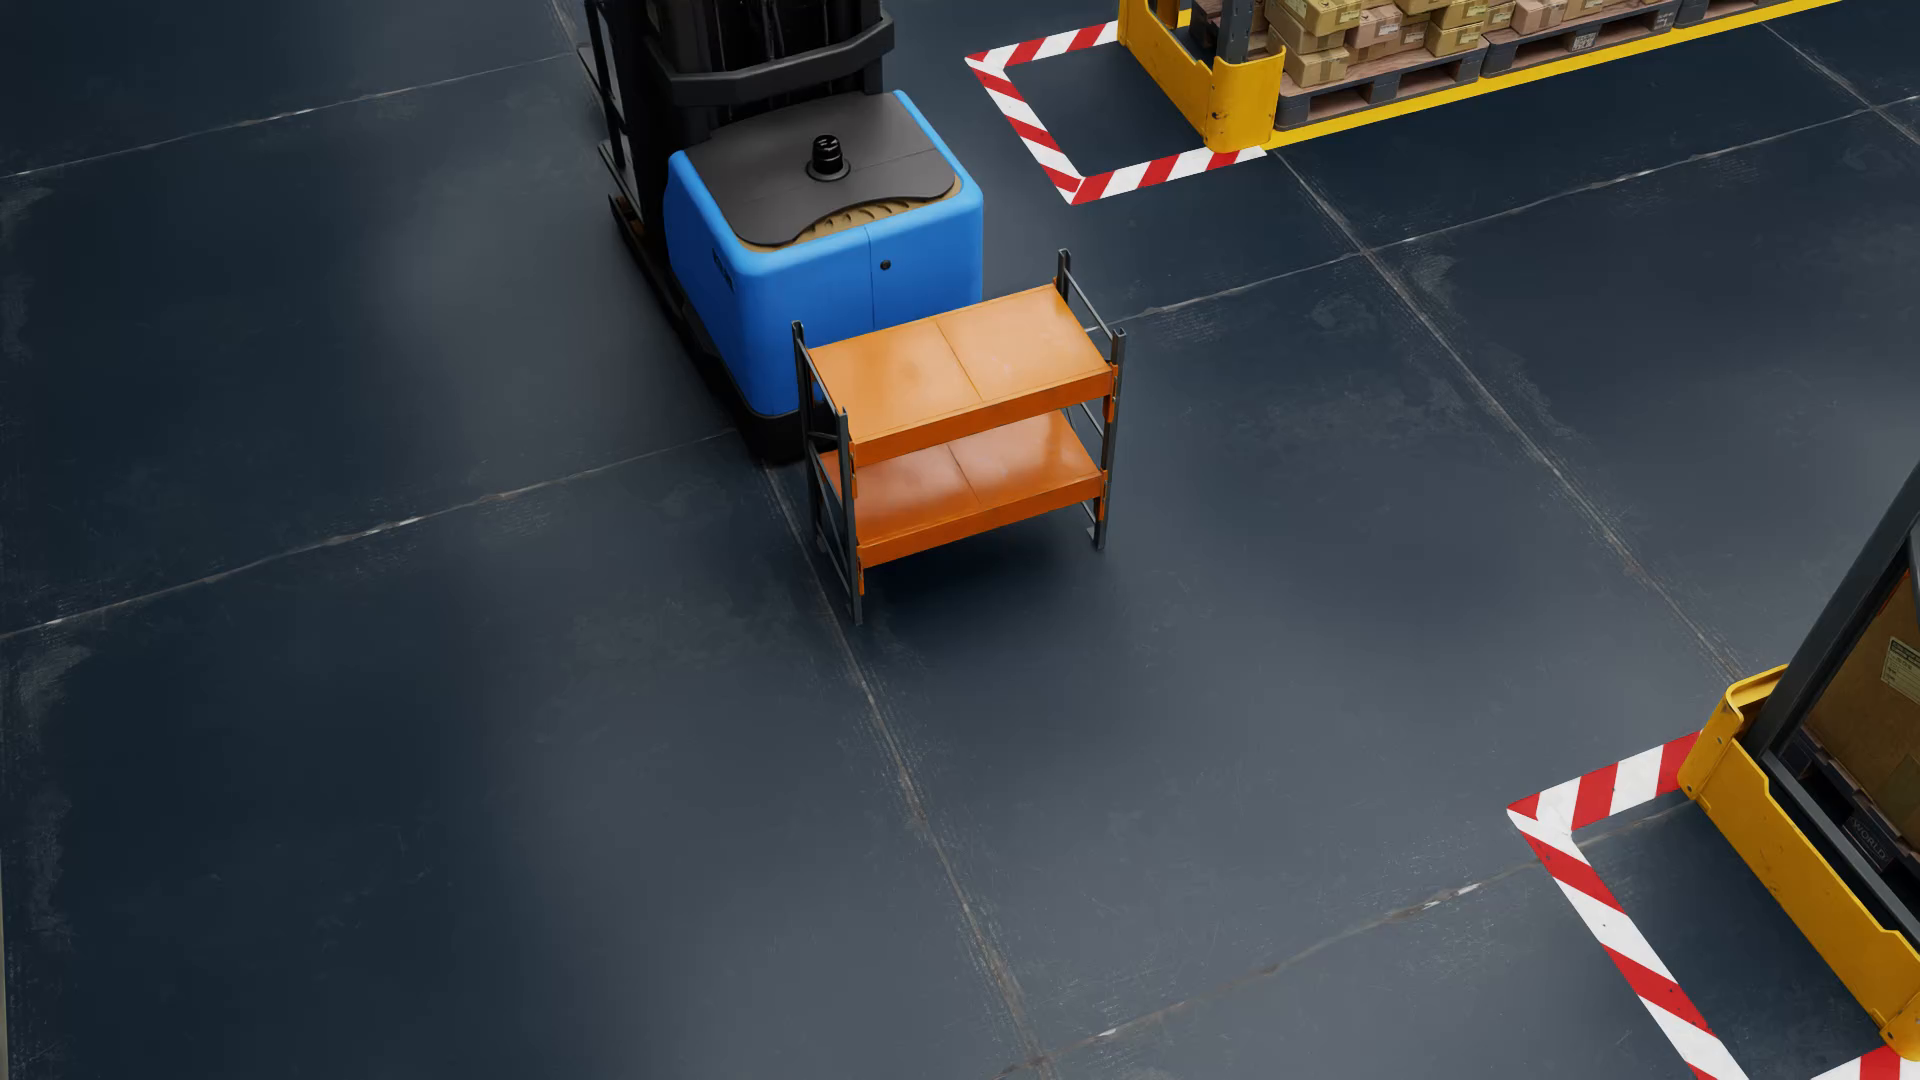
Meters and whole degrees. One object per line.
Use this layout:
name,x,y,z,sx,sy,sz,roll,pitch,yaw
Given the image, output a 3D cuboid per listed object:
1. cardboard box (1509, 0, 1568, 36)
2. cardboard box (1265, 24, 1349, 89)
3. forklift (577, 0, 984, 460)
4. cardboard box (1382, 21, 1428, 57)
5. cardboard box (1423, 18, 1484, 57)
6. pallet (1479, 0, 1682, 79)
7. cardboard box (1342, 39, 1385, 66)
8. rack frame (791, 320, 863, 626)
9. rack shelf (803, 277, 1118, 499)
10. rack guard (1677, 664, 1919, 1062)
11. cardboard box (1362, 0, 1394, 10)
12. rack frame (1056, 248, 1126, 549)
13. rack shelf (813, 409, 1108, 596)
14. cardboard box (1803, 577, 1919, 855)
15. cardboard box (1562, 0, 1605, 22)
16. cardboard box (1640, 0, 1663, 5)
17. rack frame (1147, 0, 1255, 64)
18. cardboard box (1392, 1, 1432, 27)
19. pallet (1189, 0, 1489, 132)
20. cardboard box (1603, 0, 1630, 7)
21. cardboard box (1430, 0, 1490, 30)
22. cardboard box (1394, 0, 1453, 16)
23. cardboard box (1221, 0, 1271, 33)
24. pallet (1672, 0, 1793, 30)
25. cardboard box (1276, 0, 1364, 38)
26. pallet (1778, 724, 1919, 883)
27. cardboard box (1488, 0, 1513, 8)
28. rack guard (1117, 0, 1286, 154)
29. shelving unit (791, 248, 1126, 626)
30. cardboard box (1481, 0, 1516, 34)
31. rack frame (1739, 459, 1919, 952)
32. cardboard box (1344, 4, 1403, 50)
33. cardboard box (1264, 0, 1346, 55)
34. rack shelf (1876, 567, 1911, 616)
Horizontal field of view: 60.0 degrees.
cardboard box,2.915,-2.801,8.621,0.250,0.149,0.380,-20,52,-16
cardboard box,1.734,-2.446,8.316,0.250,0.149,0.380,-16,51,-14
forklift,-0.989,-2.415,6.733,1.130,2.935,3.031,-20,52,-16
cardboard box,2.173,-2.654,8.495,0.250,0.149,0.380,-17,51,-14
cardboard box,2.451,-2.651,8.492,0.250,0.149,0.380,-17,51,-14
pallet,3.092,-2.981,9.011,1.213,0.211,1.003,-17,52,-14
cardboard box,1.946,-2.578,8.430,0.250,0.149,0.380,-17,52,-14
rack frame,-0.477,-0.219,6.037,0.032,1.125,0.500,-17,52,-14
rack shelf,-0.006,-0.555,5.940,1.000,0.278,0.538,-17,52,-14
rack guard,2.888,1.022,5.384,0.348,0.500,1.175,-17,52,-14
cardboard box,1.952,-2.789,8.219,0.250,0.149,0.380,-16,51,-14
rack frame,0.464,-0.510,6.288,0.032,1.125,0.500,-17,52,-14
rack shelf,-0.006,-0.205,6.348,1.000,0.278,0.538,-17,52,-14
cardboard box,3.472,0.516,5.294,0.875,0.875,0.875,-17,52,-14
cardboard box,3.161,-2.899,8.705,0.250,0.149,0.380,-17,52,-14
cardboard box,3.639,-3.019,8.808,0.250,0.149,0.380,-17,52,-14
rack frame,1.128,-3.312,7.458,0.127,3.000,1.000,-17,52,-14
cardboard box,2.179,-2.758,8.389,0.250,0.149,0.380,-17,51,-14
pallet,1.964,-2.634,8.713,1.213,0.211,1.003,-17,52,-14
cardboard box,3.372,-2.991,8.785,0.250,0.149,0.380,-16,51,-14
cardboard box,2.457,-2.756,8.386,0.250,0.149,0.380,-16,51,-13
cardboard box,2.233,-2.771,8.204,0.250,0.149,0.380,-17,52,-14
cardboard box,1.537,-2.818,8.636,0.250,0.149,0.380,-16,51,-14
pallet,4.223,-3.334,9.314,1.213,0.211,1.003,-17,52,-14
cardboard box,1.742,-2.626,8.079,0.250,0.149,0.380,-19,52,-16
pallet,3.621,0.825,5.744,1.213,0.211,1.003,-17,52,-14
cardboard box,2.667,-2.899,8.509,0.250,0.149,0.380,-19,52,-16
rack guard,1.199,-2.520,8.425,0.348,0.500,1.175,-17,52,-14
shelving unit,-0.006,-0.365,6.162,1.048,1.125,0.538,-17,52,-14
cardboard box,2.651,-2.791,8.612,0.250,0.149,0.380,-17,51,-14
rack frame,2.910,0.200,4.441,0.127,3.000,1.000,-17,52,-14
cardboard box,1.985,-2.626,8.275,0.250,0.149,0.380,-17,52,-14
cardboard box,1.711,-2.587,8.242,0.250,0.149,0.380,-15,51,-13
rack shelf,4.762,-0.139,5.207,4.000,0.370,1.077,-17,52,-14
